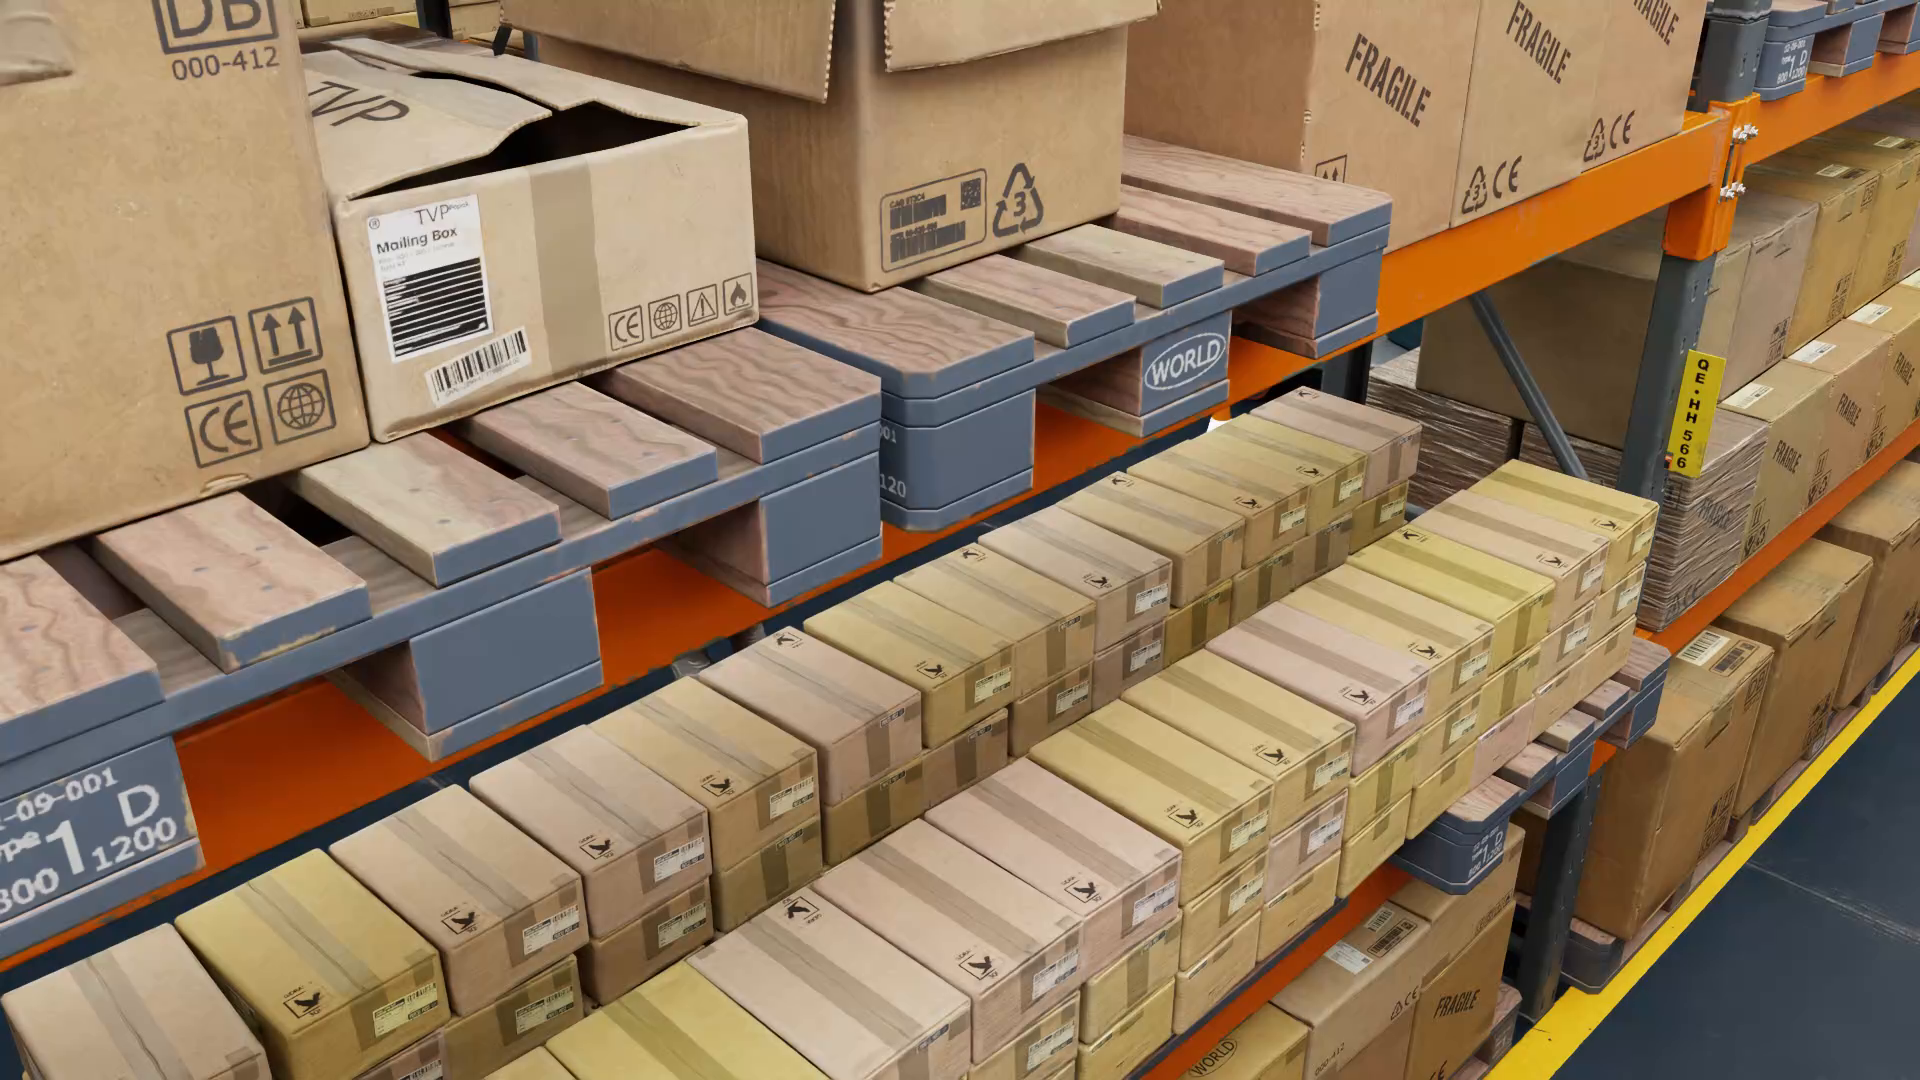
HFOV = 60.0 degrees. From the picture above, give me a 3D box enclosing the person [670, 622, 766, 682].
[{"bbox_3d":[-1.018,0.048,6.172,0.750,1.608,0.480,24,36,38],"label":"person"}]
